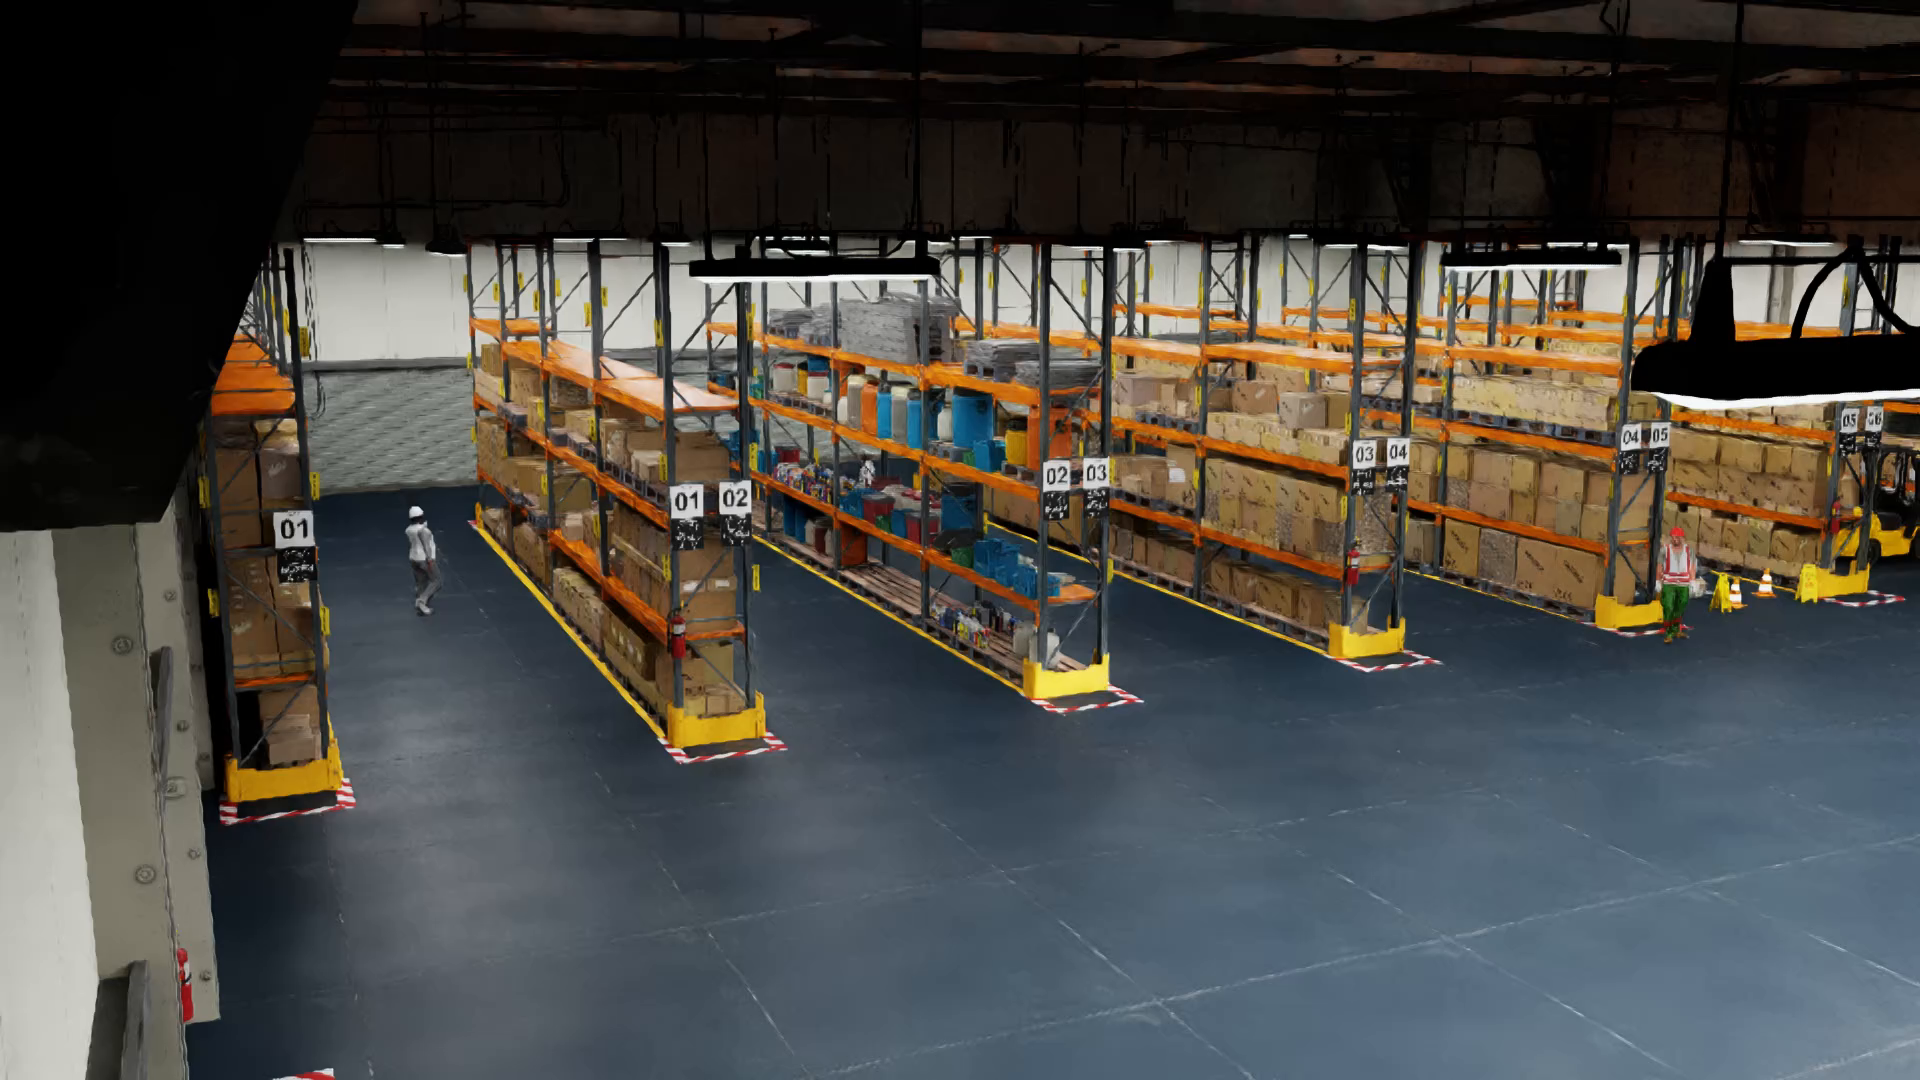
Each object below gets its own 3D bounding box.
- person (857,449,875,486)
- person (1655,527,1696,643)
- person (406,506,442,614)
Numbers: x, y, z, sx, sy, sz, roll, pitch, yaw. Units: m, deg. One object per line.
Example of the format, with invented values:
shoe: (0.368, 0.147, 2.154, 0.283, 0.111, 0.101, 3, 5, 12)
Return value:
person: (-1.930, -1.015, 33.911, 0.469, 1.677, 0.497, 1, 11, 6)
person: (10.815, 0.652, 25.139, 0.575, 1.775, 0.574, 2, 11, 12)
person: (-8.681, 0.324, 26.807, 0.569, 1.769, 0.444, 9, 14, 38)
